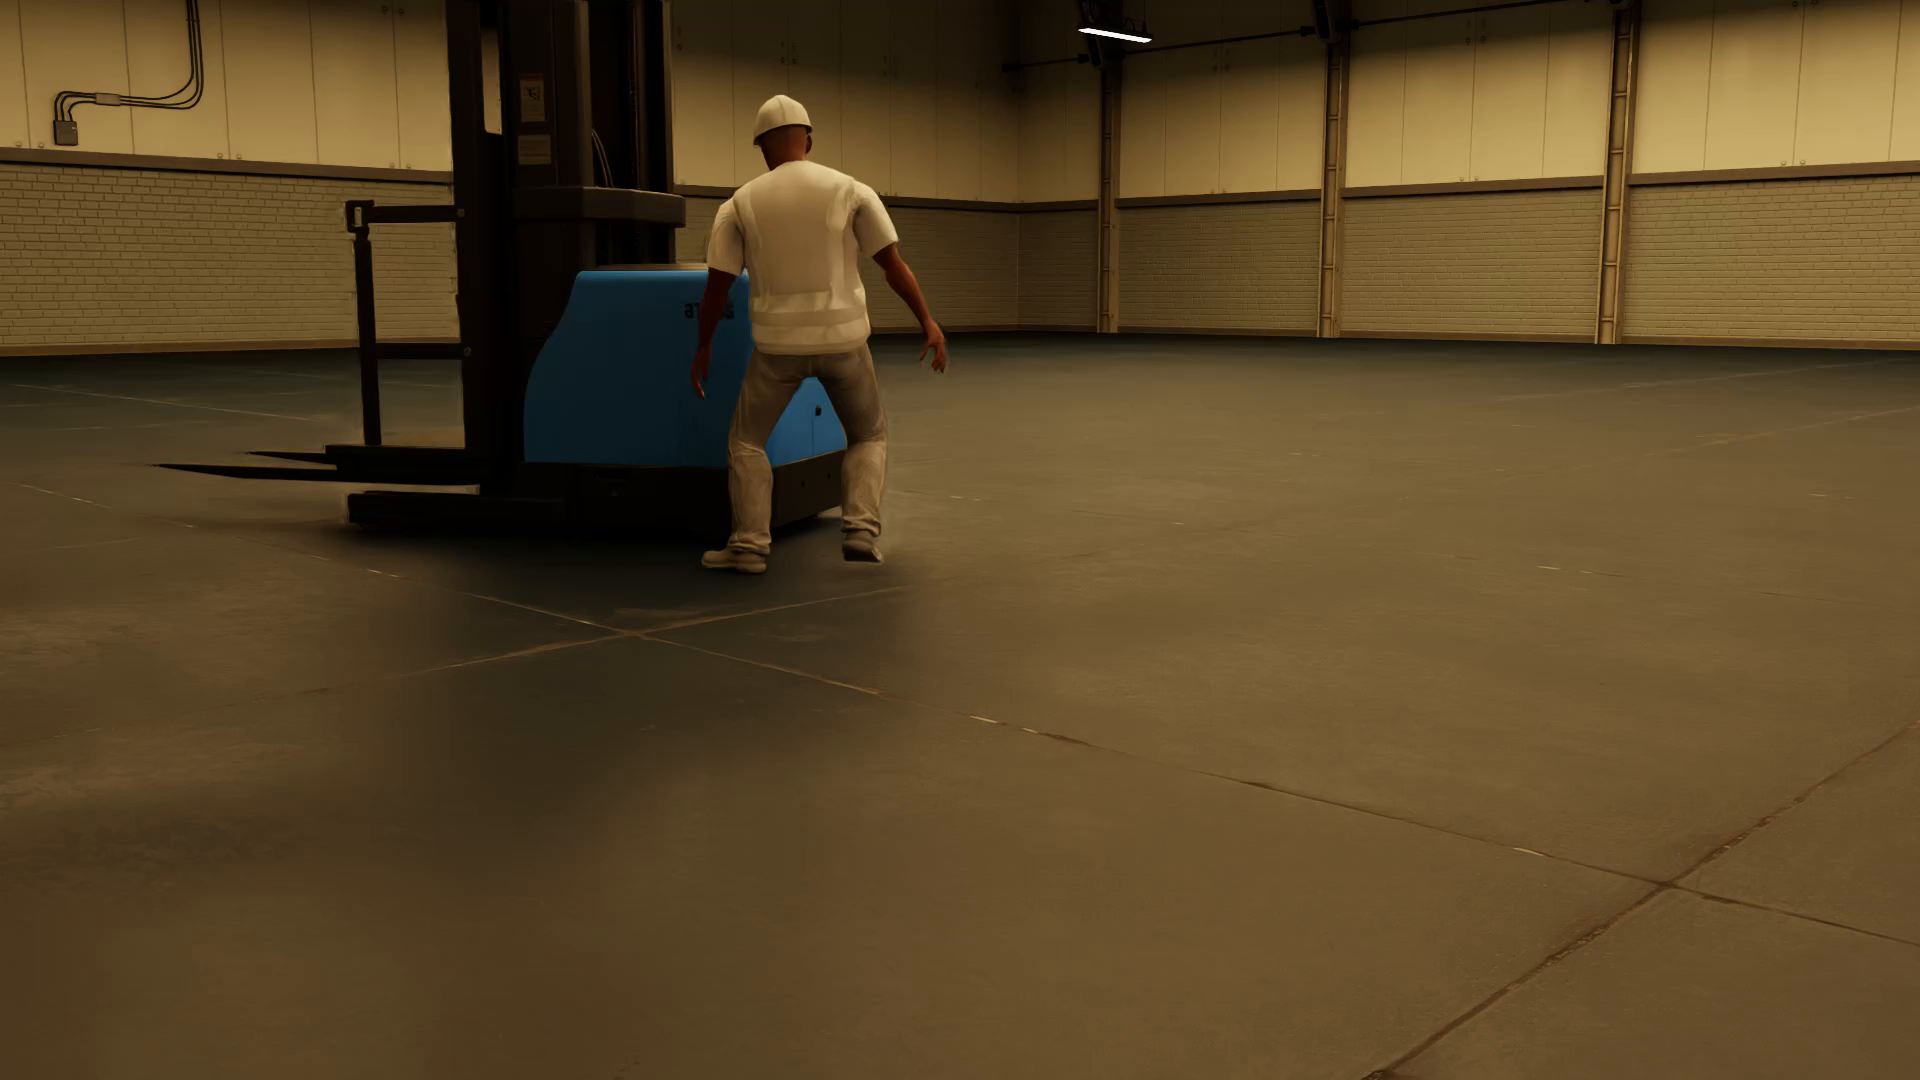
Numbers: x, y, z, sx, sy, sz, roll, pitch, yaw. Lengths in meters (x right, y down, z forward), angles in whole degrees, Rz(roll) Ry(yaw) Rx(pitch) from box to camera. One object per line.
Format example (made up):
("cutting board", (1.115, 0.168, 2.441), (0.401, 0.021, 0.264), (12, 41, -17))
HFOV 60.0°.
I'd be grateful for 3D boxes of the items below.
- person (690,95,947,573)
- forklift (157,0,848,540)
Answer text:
("person", (-0.508, -0.730, 5.930), (0.934, 1.683, 0.492), (0, 9, 3))
("forklift", (-2.056, -1.550, 7.171), (3.031, 2.935, 1.130), (2, 9, 16))
